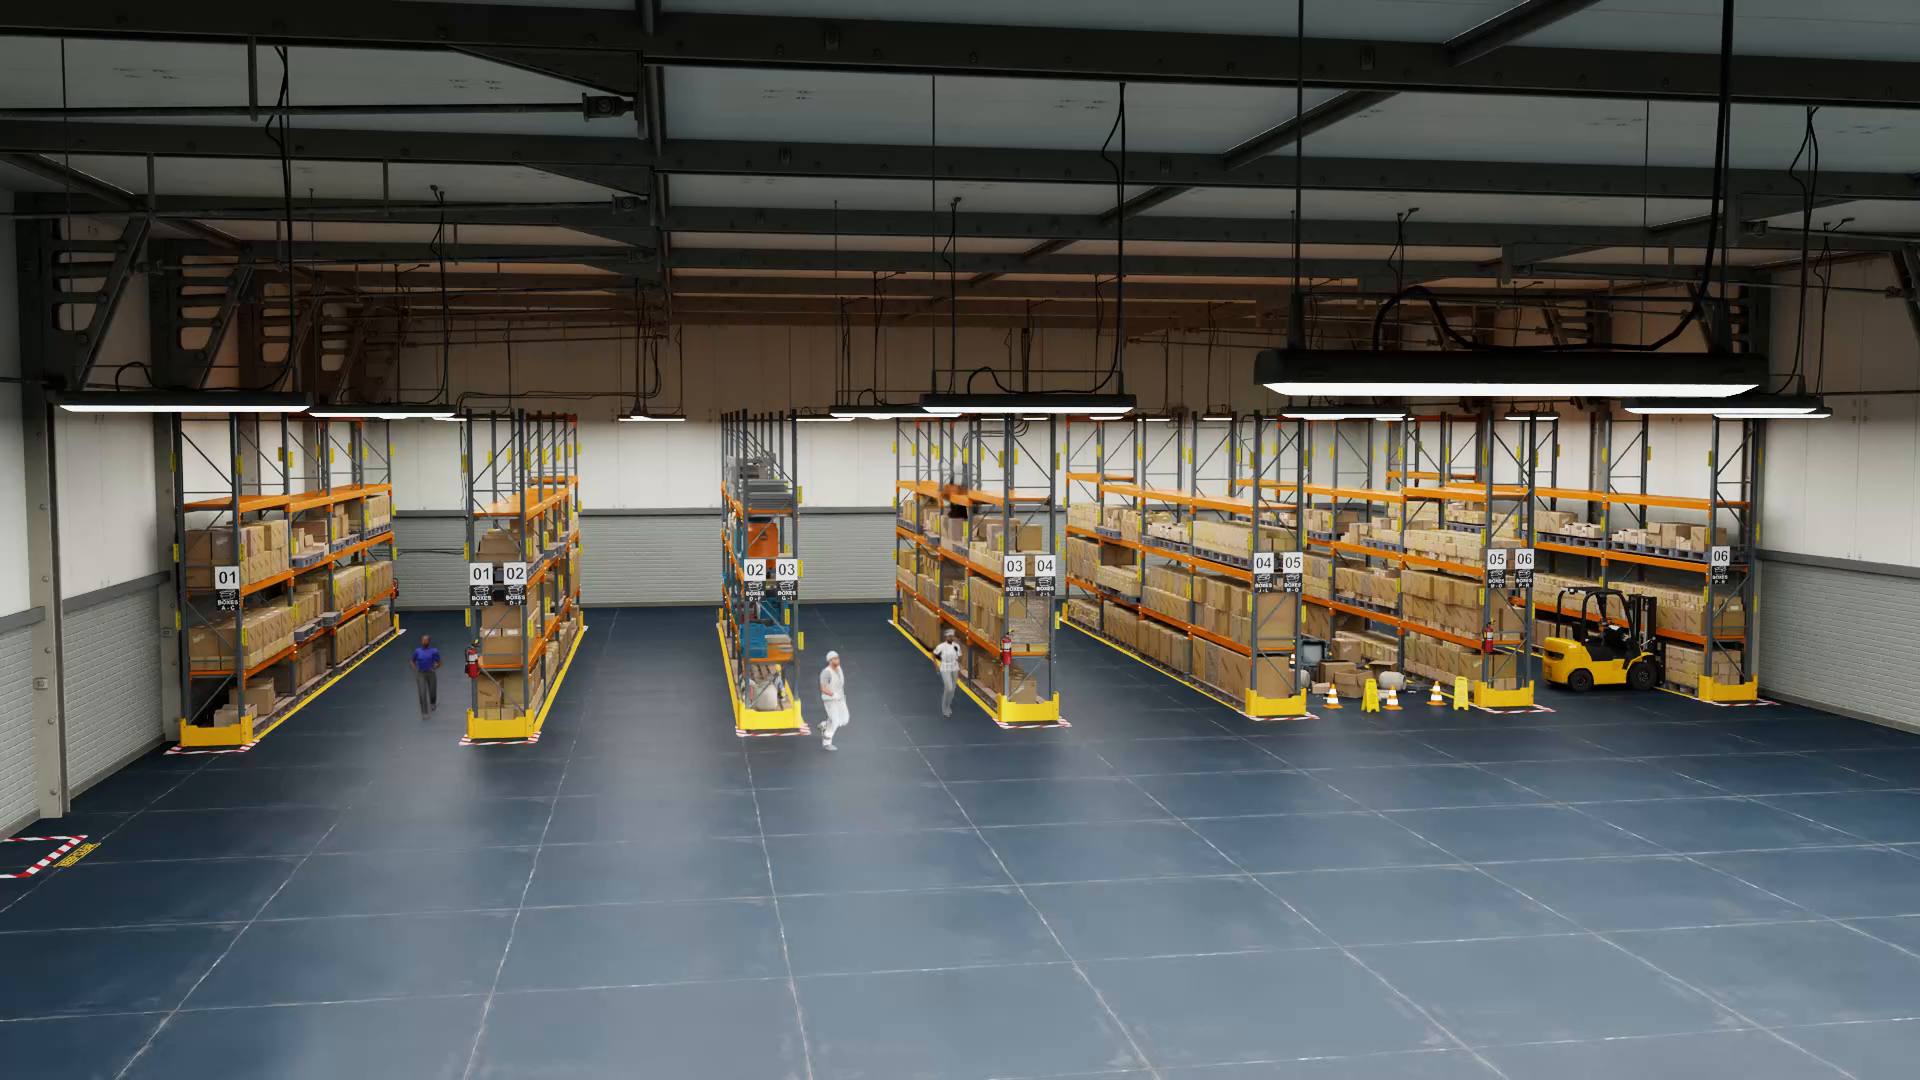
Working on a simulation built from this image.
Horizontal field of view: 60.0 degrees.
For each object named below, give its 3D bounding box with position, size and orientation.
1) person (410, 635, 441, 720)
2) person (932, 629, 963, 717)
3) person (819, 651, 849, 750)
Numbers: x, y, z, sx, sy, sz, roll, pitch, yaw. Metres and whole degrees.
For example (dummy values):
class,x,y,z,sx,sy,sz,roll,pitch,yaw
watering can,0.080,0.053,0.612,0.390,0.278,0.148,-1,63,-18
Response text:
class,x,y,z,sx,sy,sz,roll,pitch,yaw
person,-10.409,2.655,32.406,0.584,1.613,0.720,-1,4,-14
person,-0.211,2.602,32.680,0.541,1.724,0.704,-2,4,-25
person,-2.201,2.818,29.260,0.612,1.744,0.686,2,5,31
